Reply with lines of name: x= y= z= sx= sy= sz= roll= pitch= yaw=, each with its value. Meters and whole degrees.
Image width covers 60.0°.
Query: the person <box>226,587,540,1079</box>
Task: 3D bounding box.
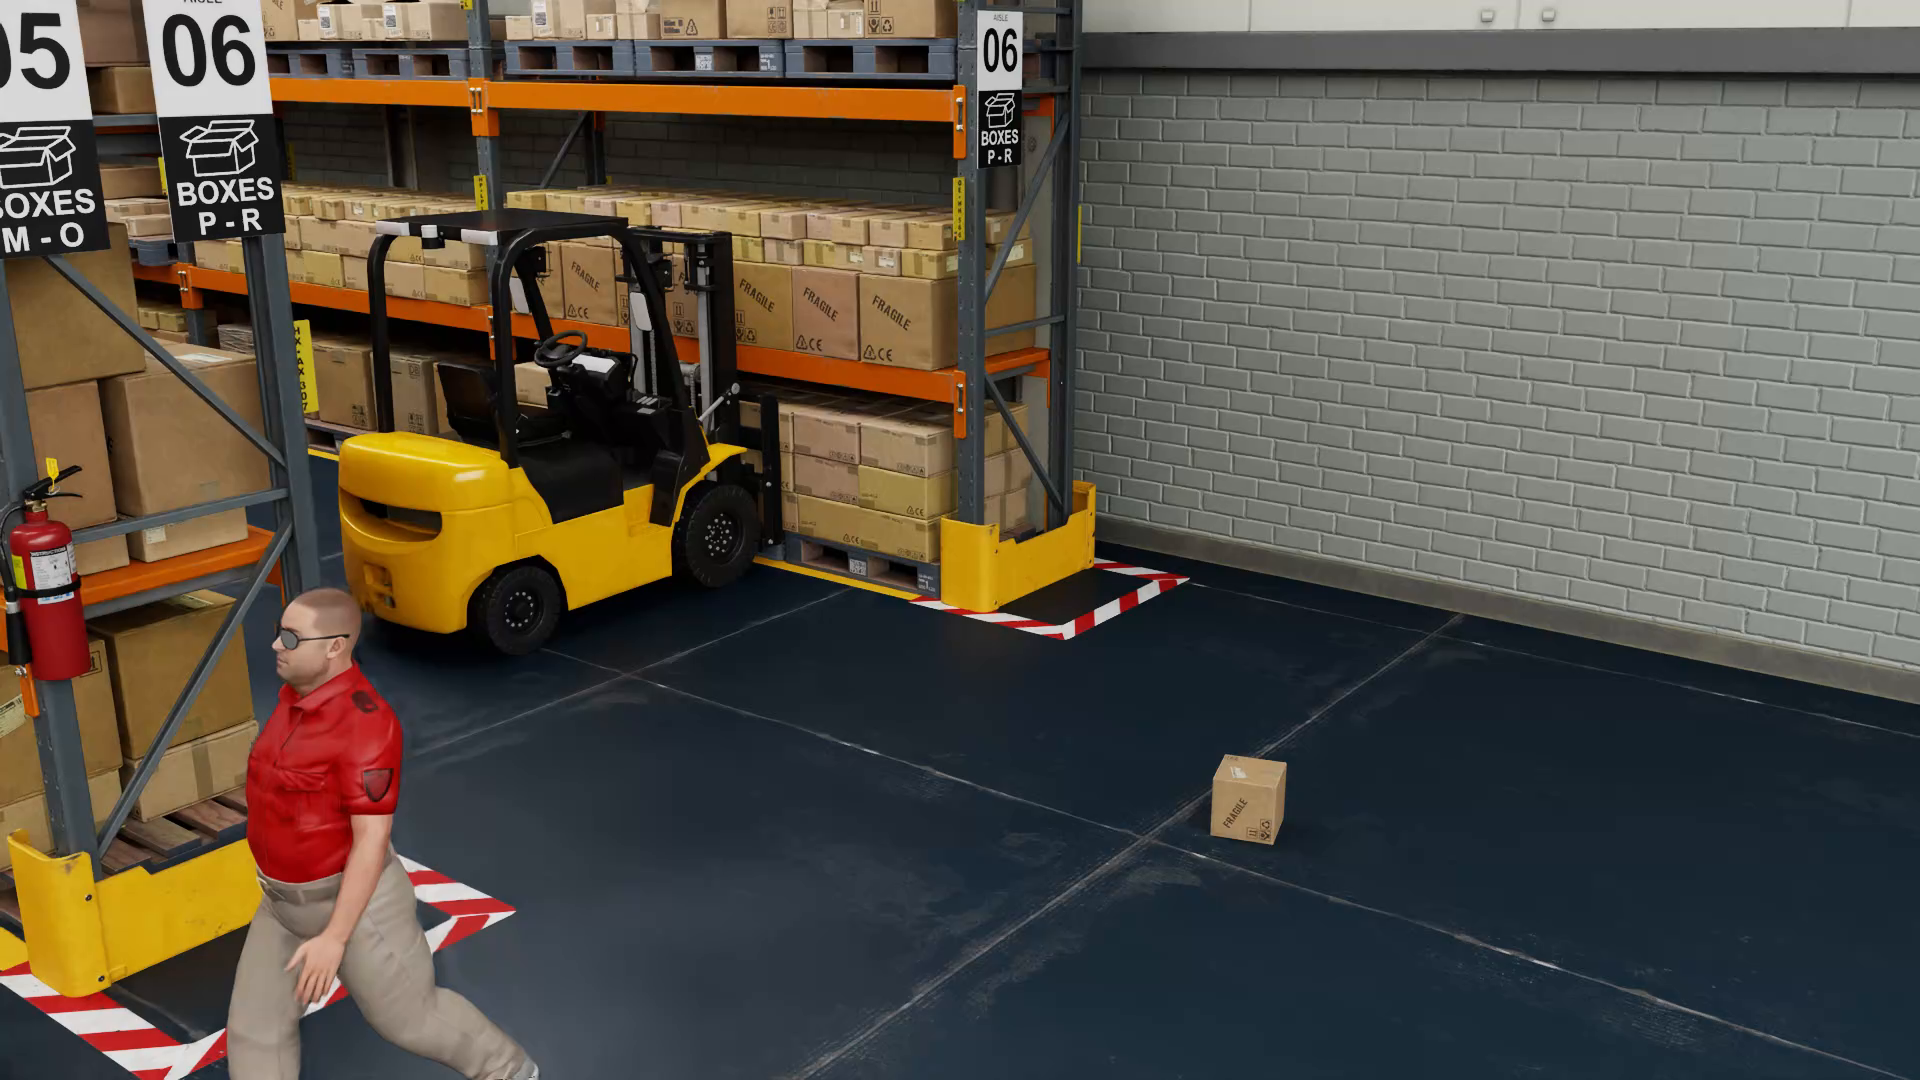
person: x=-1.651 y=0.945 z=4.367 sx=0.540 sy=1.674 sz=1.033 roll=14 pitch=21 yaw=39
